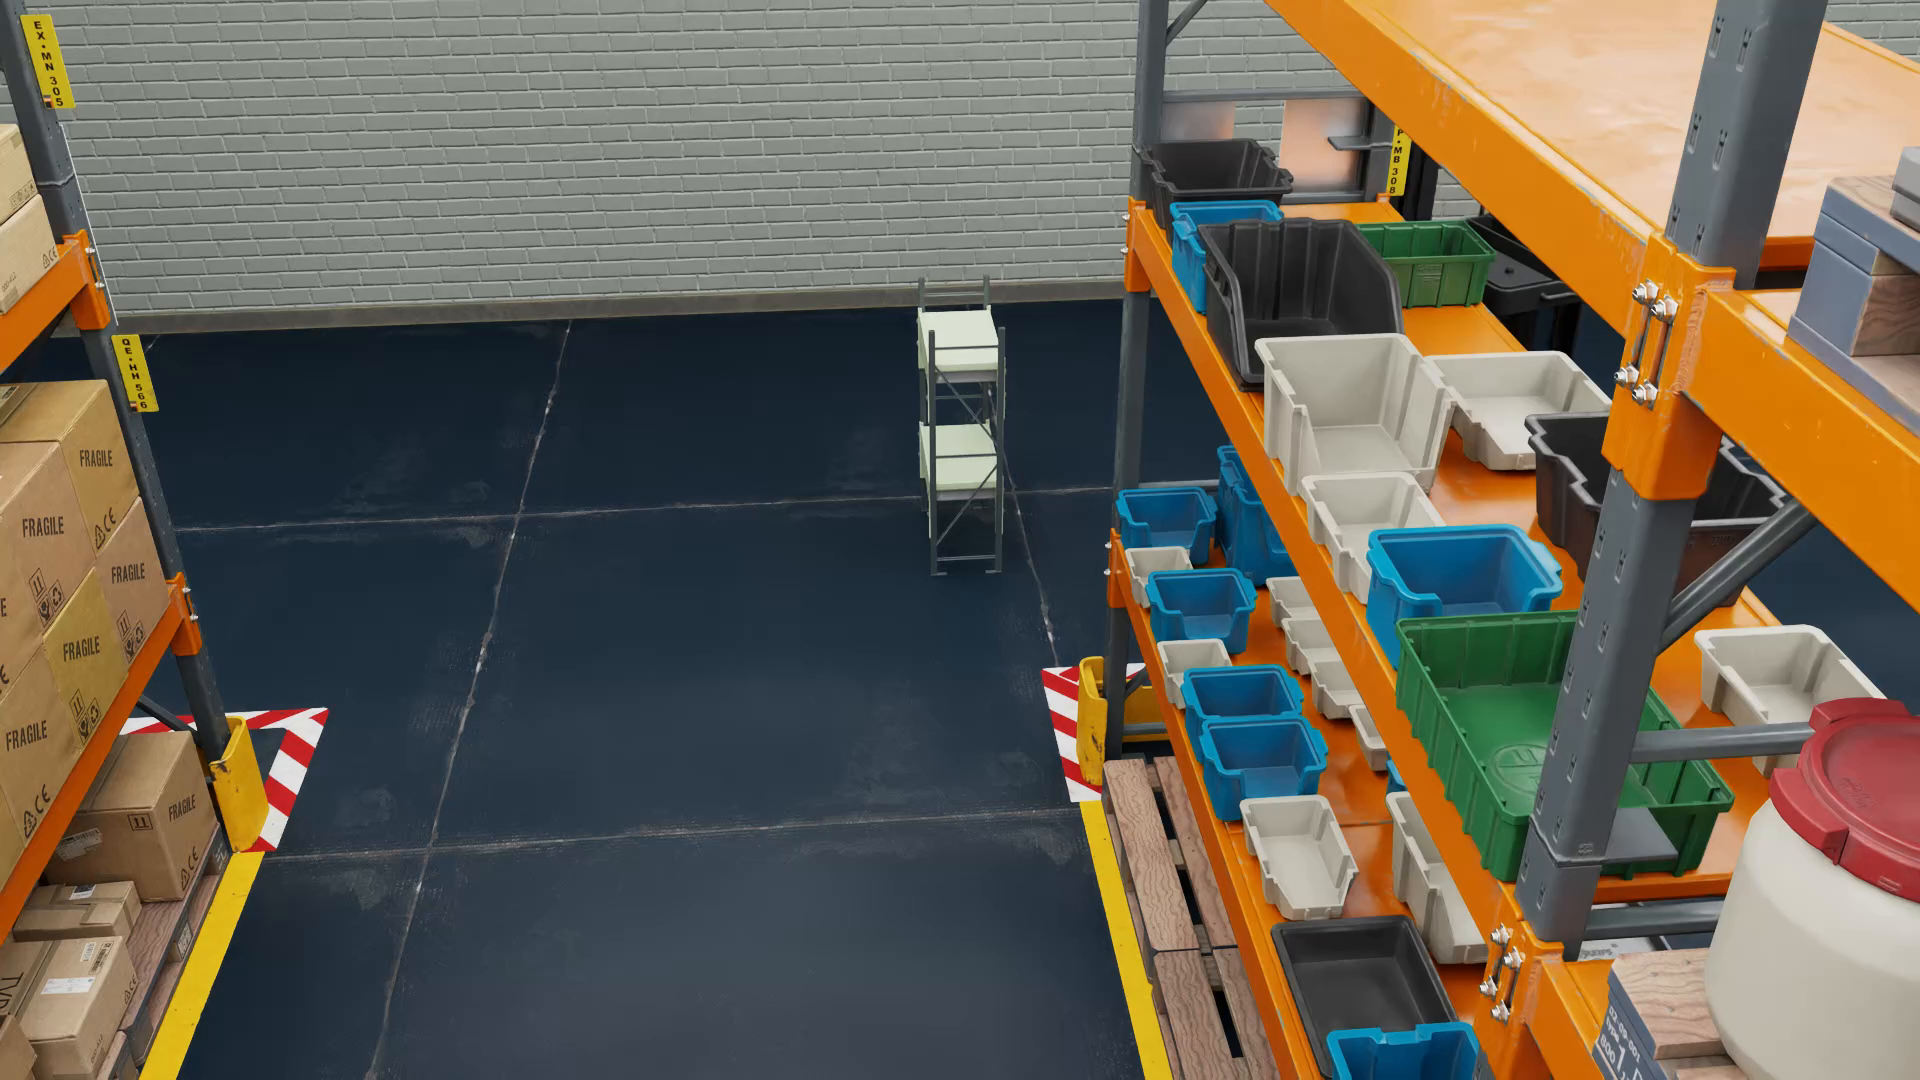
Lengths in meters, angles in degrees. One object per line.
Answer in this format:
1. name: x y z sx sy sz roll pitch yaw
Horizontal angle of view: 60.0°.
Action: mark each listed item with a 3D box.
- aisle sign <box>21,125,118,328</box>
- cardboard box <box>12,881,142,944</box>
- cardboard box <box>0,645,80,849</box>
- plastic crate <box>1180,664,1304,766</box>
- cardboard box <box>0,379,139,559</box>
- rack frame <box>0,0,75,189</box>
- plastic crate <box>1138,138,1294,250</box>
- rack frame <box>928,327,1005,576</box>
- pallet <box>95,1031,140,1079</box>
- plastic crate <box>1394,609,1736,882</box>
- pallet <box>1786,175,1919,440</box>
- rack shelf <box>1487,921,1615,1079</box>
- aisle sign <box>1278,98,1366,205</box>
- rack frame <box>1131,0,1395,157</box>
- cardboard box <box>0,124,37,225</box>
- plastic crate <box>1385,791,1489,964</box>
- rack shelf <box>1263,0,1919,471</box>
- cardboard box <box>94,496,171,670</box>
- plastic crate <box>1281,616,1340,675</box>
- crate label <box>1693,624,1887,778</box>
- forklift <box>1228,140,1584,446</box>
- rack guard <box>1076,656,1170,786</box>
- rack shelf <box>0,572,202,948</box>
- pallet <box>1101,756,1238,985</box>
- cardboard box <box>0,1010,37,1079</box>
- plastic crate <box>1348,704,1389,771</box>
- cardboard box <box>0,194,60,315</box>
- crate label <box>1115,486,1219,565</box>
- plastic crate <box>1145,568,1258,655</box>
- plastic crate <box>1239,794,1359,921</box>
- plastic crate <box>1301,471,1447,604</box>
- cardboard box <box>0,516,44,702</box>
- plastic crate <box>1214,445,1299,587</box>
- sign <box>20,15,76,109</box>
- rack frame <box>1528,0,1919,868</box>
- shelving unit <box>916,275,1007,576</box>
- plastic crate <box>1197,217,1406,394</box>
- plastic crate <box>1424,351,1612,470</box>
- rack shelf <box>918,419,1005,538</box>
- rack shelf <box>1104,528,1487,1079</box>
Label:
1. aisle sign: -3.464 -1.162 6.236 0.394 0.787 0.004 -3 31 -5
2. cardboard box: -3.519 1.507 6.635 0.380 0.166 0.250 -3 31 -5
3. cardboard box: -3.357 0.695 5.563 0.500 0.500 0.500 -3 31 -4
4. plastic crate: 0.987 0.628 5.879 0.416 0.233 0.300 -3 31 -5
5. cardboard box: -3.448 -0.255 6.180 0.500 0.500 0.500 -3 31 -5
6. rack frame: -3.763 -2.572 5.282 1.000 3.000 0.127 -3 31 -5
7. plastic crate: 0.928 -1.254 6.127 0.497 0.269 0.590 -3 31 -5
8. rack frame: 0.035 -0.454 9.047 0.400 1.500 0.023 -3 31 -5
9. pallet: -3.570 2.268 5.749 1.003 0.211 1.213 -3 31 -5
10. plastic crate: 1.202 0.411 3.418 0.450 0.188 0.662 -3 31 -5
11. pallet: 1.651 -0.092 1.703 1.003 0.211 1.213 -3 31 -5
12. rack shelf: 1.730 1.852 1.501 1.077 0.370 4.000 -3 31 -5
13. aisle sign: 1.454 -1.399 6.633 0.394 0.787 0.004 -3 31 -5
14. rack frame: 1.169 -2.808 5.676 1.000 3.000 0.127 -3 31 -5
15. cardboard box: -3.461 -1.185 5.543 0.500 0.250 0.500 -3 31 -5
16. plastic crate: 1.584 1.047 5.130 0.437 0.282 0.530 -3 31 -5
17. rack shelf: 1.356 -1.306 4.253 1.077 0.370 4.000 -3 31 -5
18. cardboard box: -3.450 0.176 6.434 0.500 0.500 0.500 -2 31 -3
19. plastic crate: 1.438 0.411 6.335 0.396 0.136 0.243 -3 31 -5
20. crate label: 1.785 0.372 3.535 0.293 0.136 0.466 -3 31 -5
21. forklift: 2.450 -0.417 7.590 1.130 2.935 3.031 -12 33 -19
22. rack guard: 1.154 0.829 7.875 1.175 0.500 0.348 -3 31 -5
23. rack shelf: -3.576 1.333 5.295 1.077 0.370 4.000 -3 31 -5
24. pallet: 1.208 1.388 7.221 1.003 0.211 1.213 -3 31 -5
25. cardboard box: -3.570 1.969 5.534 0.797 0.503 0.637 -3 31 -5
26. plastic crate: 1.535 0.703 5.847 0.298 0.136 0.250 -3 31 -5
27. cardboard box: -3.452 -0.971 5.671 0.500 0.250 0.500 -3 31 -5
28. crate label: 0.864 -0.044 7.004 0.416 0.233 0.303 -3 31 -5
29. plastic crate: 0.926 0.292 6.442 0.416 0.233 0.300 -3 31 -5
30. plastic crate: 1.081 1.023 5.312 0.293 0.136 0.466 -3 31 -5
31. plastic crate: 1.045 0.004 4.150 0.293 0.136 0.466 -3 31 -5
32. cardboard box: -3.346 0.267 5.305 0.500 0.500 0.500 -2 31 -3
33. plastic crate: 1.386 -0.111 6.919 0.616 0.435 0.499 -3 31 -5
34. sign: -3.208 -1.681 5.851 0.100 0.325 0.005 -3 31 -5
35. rack frame: 1.543 -0.766 2.257 1.000 3.000 0.127 -3 31 -5
36. shelving unit: 0.001 -0.640 9.360 0.431 1.500 0.755 -3 31 -5
37. plastic crate: 1.038 -0.700 5.133 0.504 0.338 0.767 -3 31 -5
38. plastic crate: 1.609 -0.364 4.766 0.437 0.136 0.530 -3 31 -5
39. rack shelf: 0.001 -0.361 9.527 0.431 0.370 0.720 -3 31 -5
40. rack shelf: 1.356 1.098 5.689 1.077 0.370 4.000 -3 31 -5
